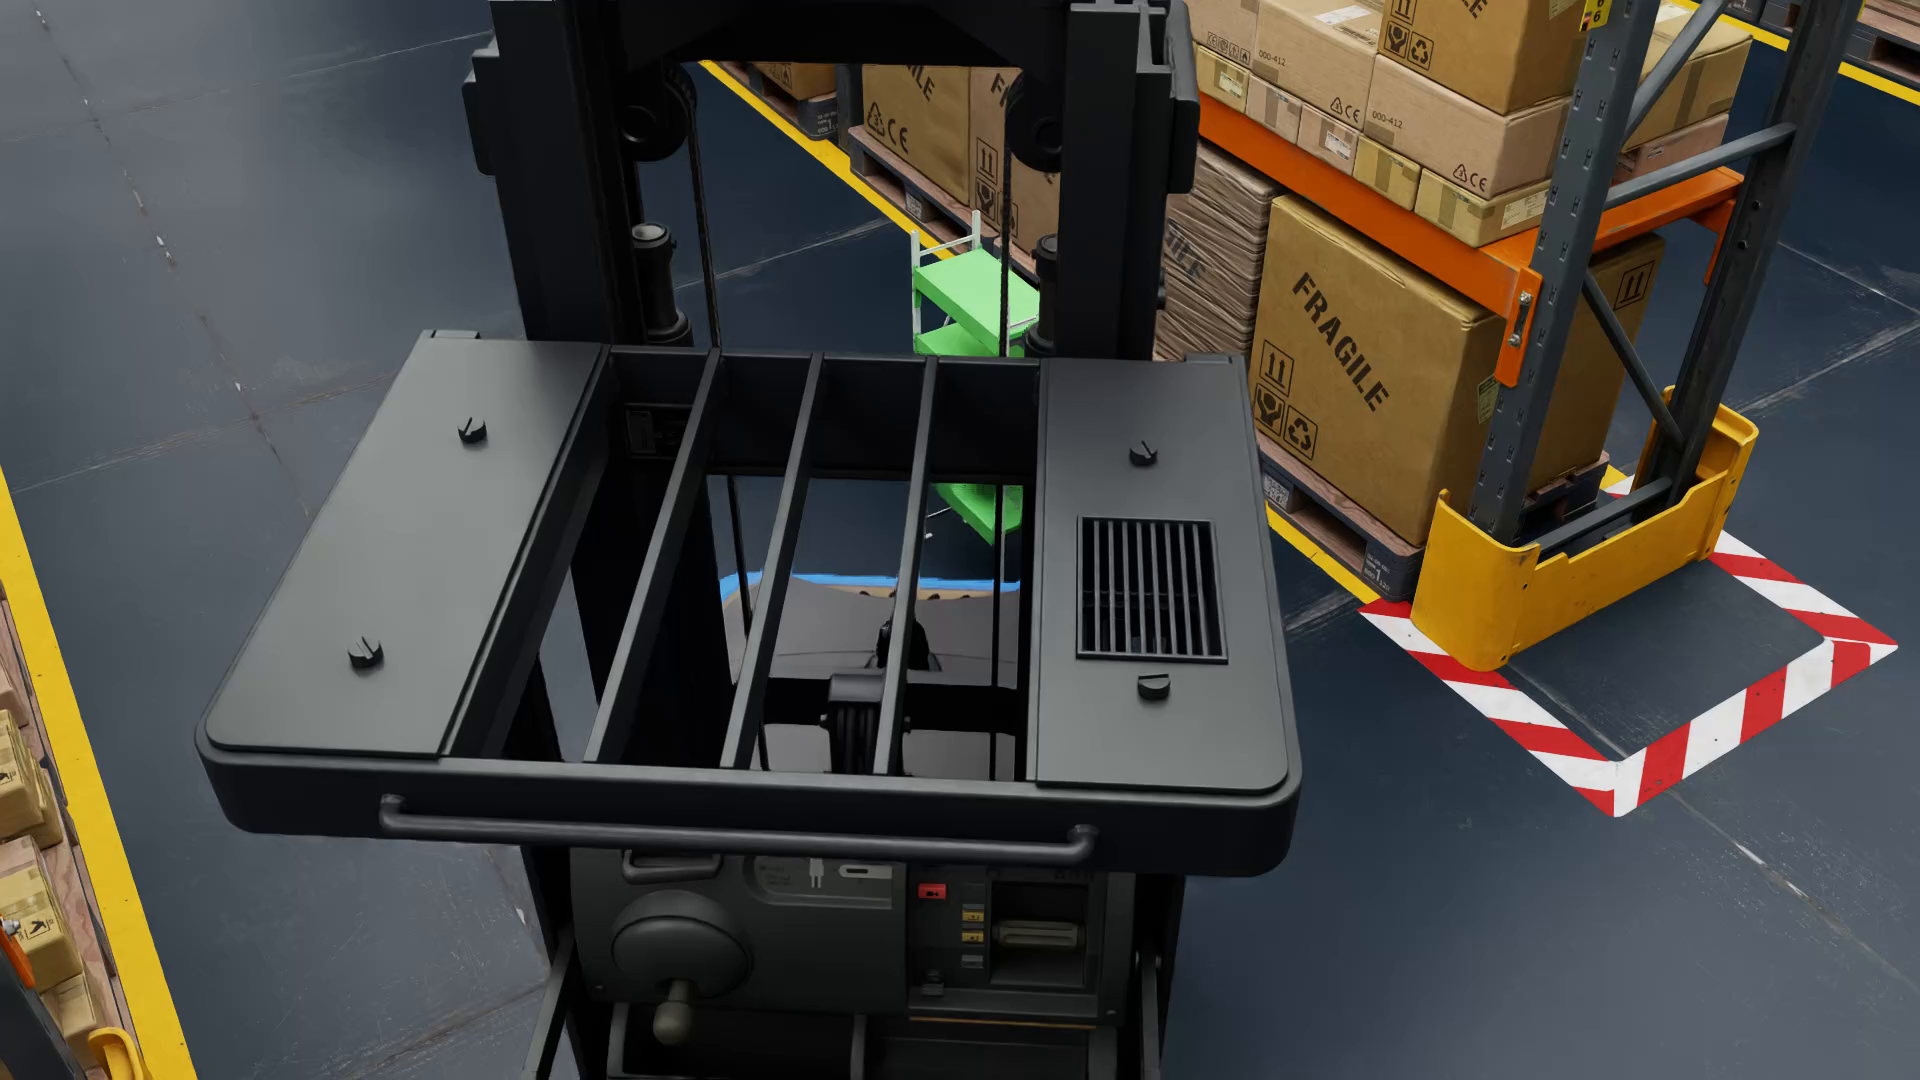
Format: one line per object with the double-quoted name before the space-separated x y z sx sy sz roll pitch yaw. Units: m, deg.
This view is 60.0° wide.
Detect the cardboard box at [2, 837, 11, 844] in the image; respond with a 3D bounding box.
"cardboard box" -2.578 0.924 4.197 0.380 0.149 0.250 -22 44 -24

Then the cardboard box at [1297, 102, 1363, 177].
"cardboard box" 1.275 -1.284 5.144 0.380 0.149 0.250 -22 45 -24

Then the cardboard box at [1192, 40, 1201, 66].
"cardboard box" 0.860 -1.698 5.641 0.380 0.149 0.250 -22 45 -24

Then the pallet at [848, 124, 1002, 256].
"pallet" 0.212 -1.675 7.596 1.003 0.211 1.213 -22 45 -24

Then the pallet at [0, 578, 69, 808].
"pallet" -3.316 0.549 4.926 1.003 0.211 1.213 -22 45 -24

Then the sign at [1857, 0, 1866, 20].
"sign" 2.491 -1.576 4.560 0.100 0.325 0.005 -22 45 -24

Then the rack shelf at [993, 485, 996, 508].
"rack shelf" 0.089 -0.323 5.300 0.258 0.148 0.480 -22 45 -24

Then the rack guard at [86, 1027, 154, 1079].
"rack guard" -2.257 1.547 3.503 1.175 0.500 0.348 -22 45 -24

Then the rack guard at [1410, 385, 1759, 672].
"rack guard" 2.033 -0.052 5.422 1.175 0.500 0.348 -22 45 -24

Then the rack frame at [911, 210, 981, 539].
"rack frame" -0.042 -0.503 5.417 0.240 1.200 0.015 -22 45 -24

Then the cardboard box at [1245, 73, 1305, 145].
"cardboard box" 1.141 -1.419 5.306 0.380 0.149 0.250 -21 44 -24

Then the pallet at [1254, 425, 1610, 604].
"pallet" 1.524 -0.358 6.015 1.003 0.211 1.213 -22 45 -24

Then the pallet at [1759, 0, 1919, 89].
"pallet" 5.133 -2.775 8.915 1.003 0.211 1.213 -22 45 -24

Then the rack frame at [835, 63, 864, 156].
"rack frame" -0.131 -3.184 7.228 1.000 3.000 0.127 -22 45 -24

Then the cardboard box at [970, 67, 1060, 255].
"cardboard box" 0.640 -1.660 6.730 0.875 0.875 0.875 -22 45 -24

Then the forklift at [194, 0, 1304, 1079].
"forklift" -0.189 0.725 2.591 1.130 2.935 3.031 2 40 3

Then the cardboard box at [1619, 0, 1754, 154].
"cardboard box" 1.989 -1.434 5.012 0.500 0.250 0.500 -23 45 -25

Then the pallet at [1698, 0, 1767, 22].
"pallet" 4.473 -3.434 9.706 1.003 0.211 1.213 -22 45 -24

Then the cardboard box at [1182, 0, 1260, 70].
"cardboard box" 0.989 -1.801 5.452 0.500 0.250 0.500 -24 45 -26

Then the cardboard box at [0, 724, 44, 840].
"cardboard box" -2.489 0.646 4.066 0.380 0.149 0.250 -22 45 -25

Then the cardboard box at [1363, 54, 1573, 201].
"cardboard box" 1.535 -1.252 4.794 0.500 0.250 0.500 -23 45 -25

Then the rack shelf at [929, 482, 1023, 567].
"rack shelf" 0.089 -0.138 5.453 0.258 0.148 0.480 -22 45 -24

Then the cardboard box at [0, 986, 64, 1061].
"cardboard box" -2.282 1.076 3.782 0.380 0.149 0.250 -20 44 -23

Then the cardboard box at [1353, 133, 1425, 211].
"cardboard box" 1.409 -1.147 4.980 0.380 0.149 0.250 -22 44 -24

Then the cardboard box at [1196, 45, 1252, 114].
"cardboard box" 1.000 -1.558 5.473 0.380 0.149 0.250 -23 45 -25

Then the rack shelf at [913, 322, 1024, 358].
"rack shelf" 0.089 -0.507 5.146 0.258 0.148 0.480 -22 45 -24

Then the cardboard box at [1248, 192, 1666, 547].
"cardboard box" 1.608 -0.688 5.564 0.875 0.875 0.875 -22 45 -24

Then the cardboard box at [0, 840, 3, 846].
"cardboard box" -2.588 0.807 4.105 0.380 0.149 0.250 -22 44 -24

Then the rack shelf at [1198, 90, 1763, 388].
"rack shelf" 0.944 -1.828 6.163 1.077 0.370 4.000 -22 45 -24

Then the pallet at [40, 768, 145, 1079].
"pallet" -2.665 1.207 4.136 1.003 0.211 1.213 -22 45 -24

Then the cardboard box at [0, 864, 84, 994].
"cardboard box" -2.212 0.933 3.721 0.380 0.149 0.250 -24 46 -26

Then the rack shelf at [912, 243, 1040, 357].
"rack shelf" 0.089 -0.691 4.992 0.258 0.148 0.480 -22 45 -24

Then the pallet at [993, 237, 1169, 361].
"pallet" 0.872 -1.016 6.805 1.003 0.211 1.213 -22 45 -24

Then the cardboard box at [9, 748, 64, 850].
"cardboard box" -2.623 0.748 4.408 0.380 0.149 0.250 -22 44 -24

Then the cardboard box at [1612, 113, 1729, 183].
"cardboard box" 2.107 -1.234 5.084 0.380 0.149 0.250 -22 44 -24

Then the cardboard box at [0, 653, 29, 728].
"cardboard box" -2.901 0.479 4.731 0.380 0.149 0.250 -24 46 -26

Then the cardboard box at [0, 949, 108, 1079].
"cardboard box" -2.228 1.169 3.903 0.380 0.149 0.250 -21 44 -24

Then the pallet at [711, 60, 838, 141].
"pallet" -0.610 -2.503 8.589 1.003 0.211 1.213 -22 45 -24

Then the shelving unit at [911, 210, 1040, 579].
"shelving unit" 0.089 -0.372 5.259 0.258 1.200 0.503 -22 45 -24

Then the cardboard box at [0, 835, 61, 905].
"cardboard box" -2.382 0.909 3.983 0.380 0.149 0.250 -22 45 -25

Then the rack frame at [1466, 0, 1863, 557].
"rack frame" 2.020 -1.025 4.637 1.000 3.000 0.127 -22 45 -24

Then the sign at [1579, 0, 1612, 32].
"sign" 1.555 -1.382 3.975 0.100 0.325 0.005 -22 45 -24

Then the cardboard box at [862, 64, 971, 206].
"cardboard box" 0.156 -2.145 7.313 0.875 0.875 0.875 -22 45 -24

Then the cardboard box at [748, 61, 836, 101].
"cardboard box" -0.492 -2.868 8.180 1.225 0.875 0.875 -22 45 -24

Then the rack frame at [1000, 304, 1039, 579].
"rack frame" 0.220 -0.240 5.101 0.240 1.200 0.015 -22 45 -24

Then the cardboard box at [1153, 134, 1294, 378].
"cardboard box" 1.119 -1.179 6.154 0.875 0.875 0.875 -22 45 -24

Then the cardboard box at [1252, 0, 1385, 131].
"cardboard box" 1.263 -1.526 5.123 0.500 0.250 0.500 -23 45 -25

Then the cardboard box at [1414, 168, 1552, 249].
"cardboard box" 1.551 -1.007 4.812 0.380 0.149 0.250 -21 44 -24

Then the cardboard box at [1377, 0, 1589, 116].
"cardboard box" 1.536 -1.542 4.557 0.500 0.500 0.500 -22 44 -24

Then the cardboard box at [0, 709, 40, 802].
"cardboard box" -2.634 0.631 4.316 0.380 0.149 0.250 -21 44 -23

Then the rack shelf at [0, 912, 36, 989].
"rack shelf" -3.292 -0.175 4.179 1.077 0.370 4.000 -22 45 -24
